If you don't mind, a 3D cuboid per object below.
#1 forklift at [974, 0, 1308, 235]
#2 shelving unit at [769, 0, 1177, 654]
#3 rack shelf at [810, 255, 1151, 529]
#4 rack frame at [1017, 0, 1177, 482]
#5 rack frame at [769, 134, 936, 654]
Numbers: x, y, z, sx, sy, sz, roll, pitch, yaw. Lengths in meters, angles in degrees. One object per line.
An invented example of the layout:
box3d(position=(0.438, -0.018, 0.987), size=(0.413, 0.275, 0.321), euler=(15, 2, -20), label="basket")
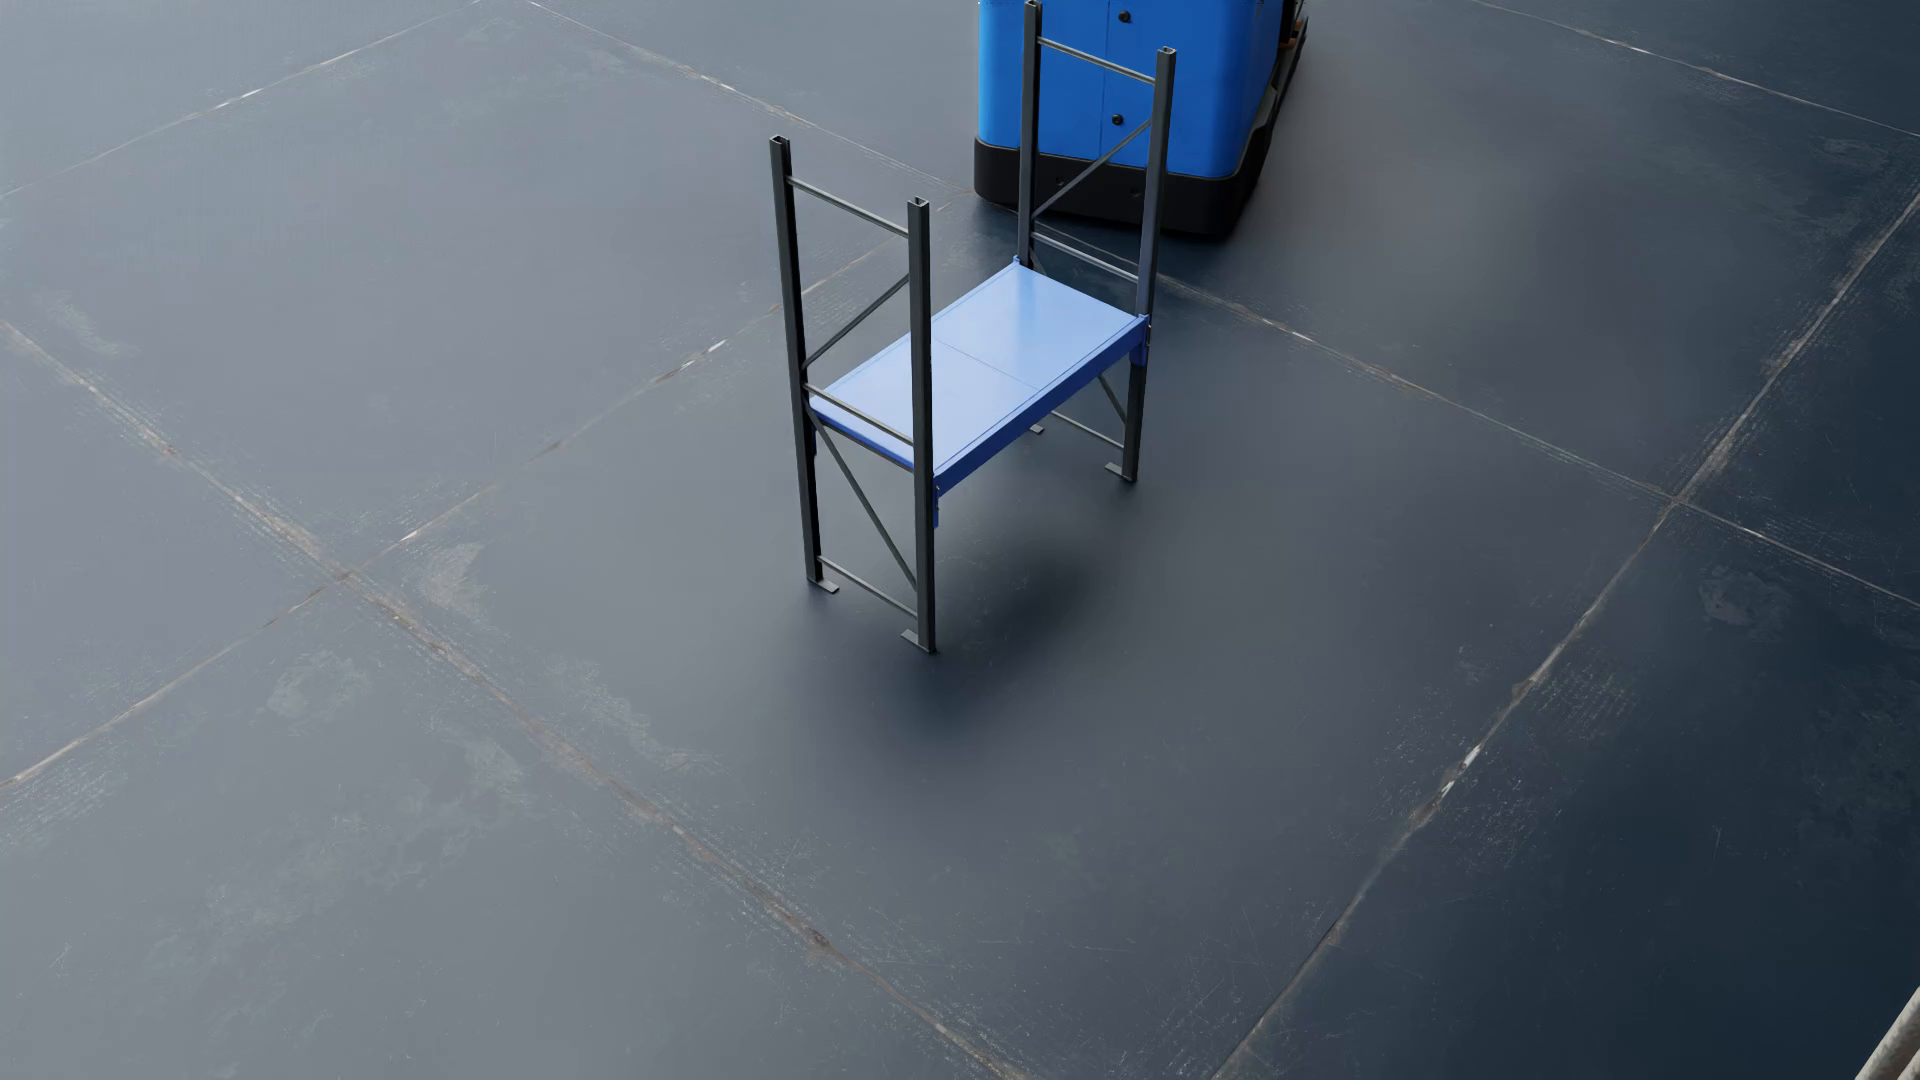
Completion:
box3d(position=(0.977, -3.273, 6.671), size=(1.130, 2.935, 3.031), euler=(12, 44, 13), label="forklift")
box3d(position=(0.055, -0.599, 4.794), size=(0.538, 1.500, 1.048), euler=(29, 50, 28), label="shelving unit")
box3d(position=(0.055, -0.466, 4.915), size=(0.538, 0.185, 1.000), euler=(29, 50, 28), label="rack shelf")
box3d(position=(0.382, -0.861, 5.082), size=(0.500, 1.500, 0.032), euler=(29, 50, 28), label="rack frame")
box3d(position=(-0.272, -0.337, 4.506), size=(0.500, 1.500, 0.032), euler=(29, 50, 28), label="rack frame")
